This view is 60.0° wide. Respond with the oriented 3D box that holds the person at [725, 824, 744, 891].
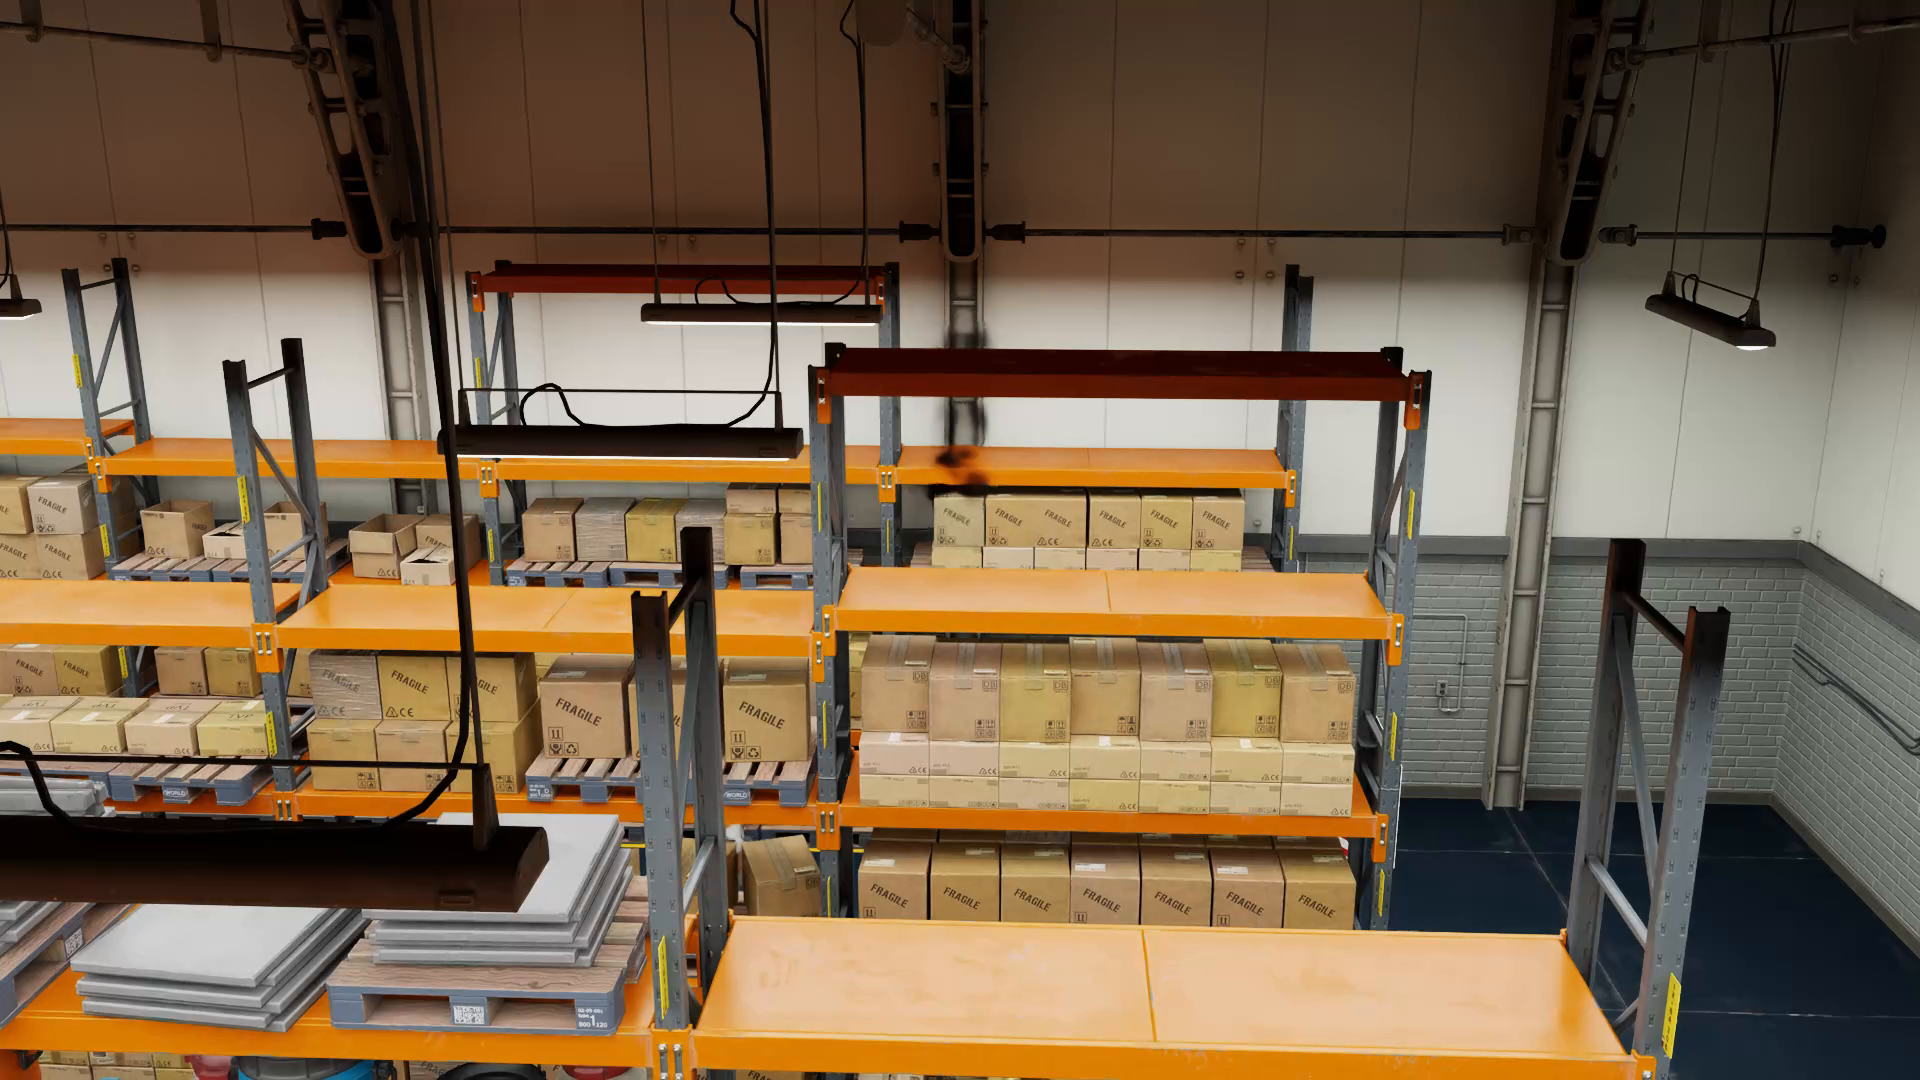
[{"bbox_3d":[-2.039,3.078,15.093,0.800,1.650,0.572,0,16,-1],"label":"person"}]
